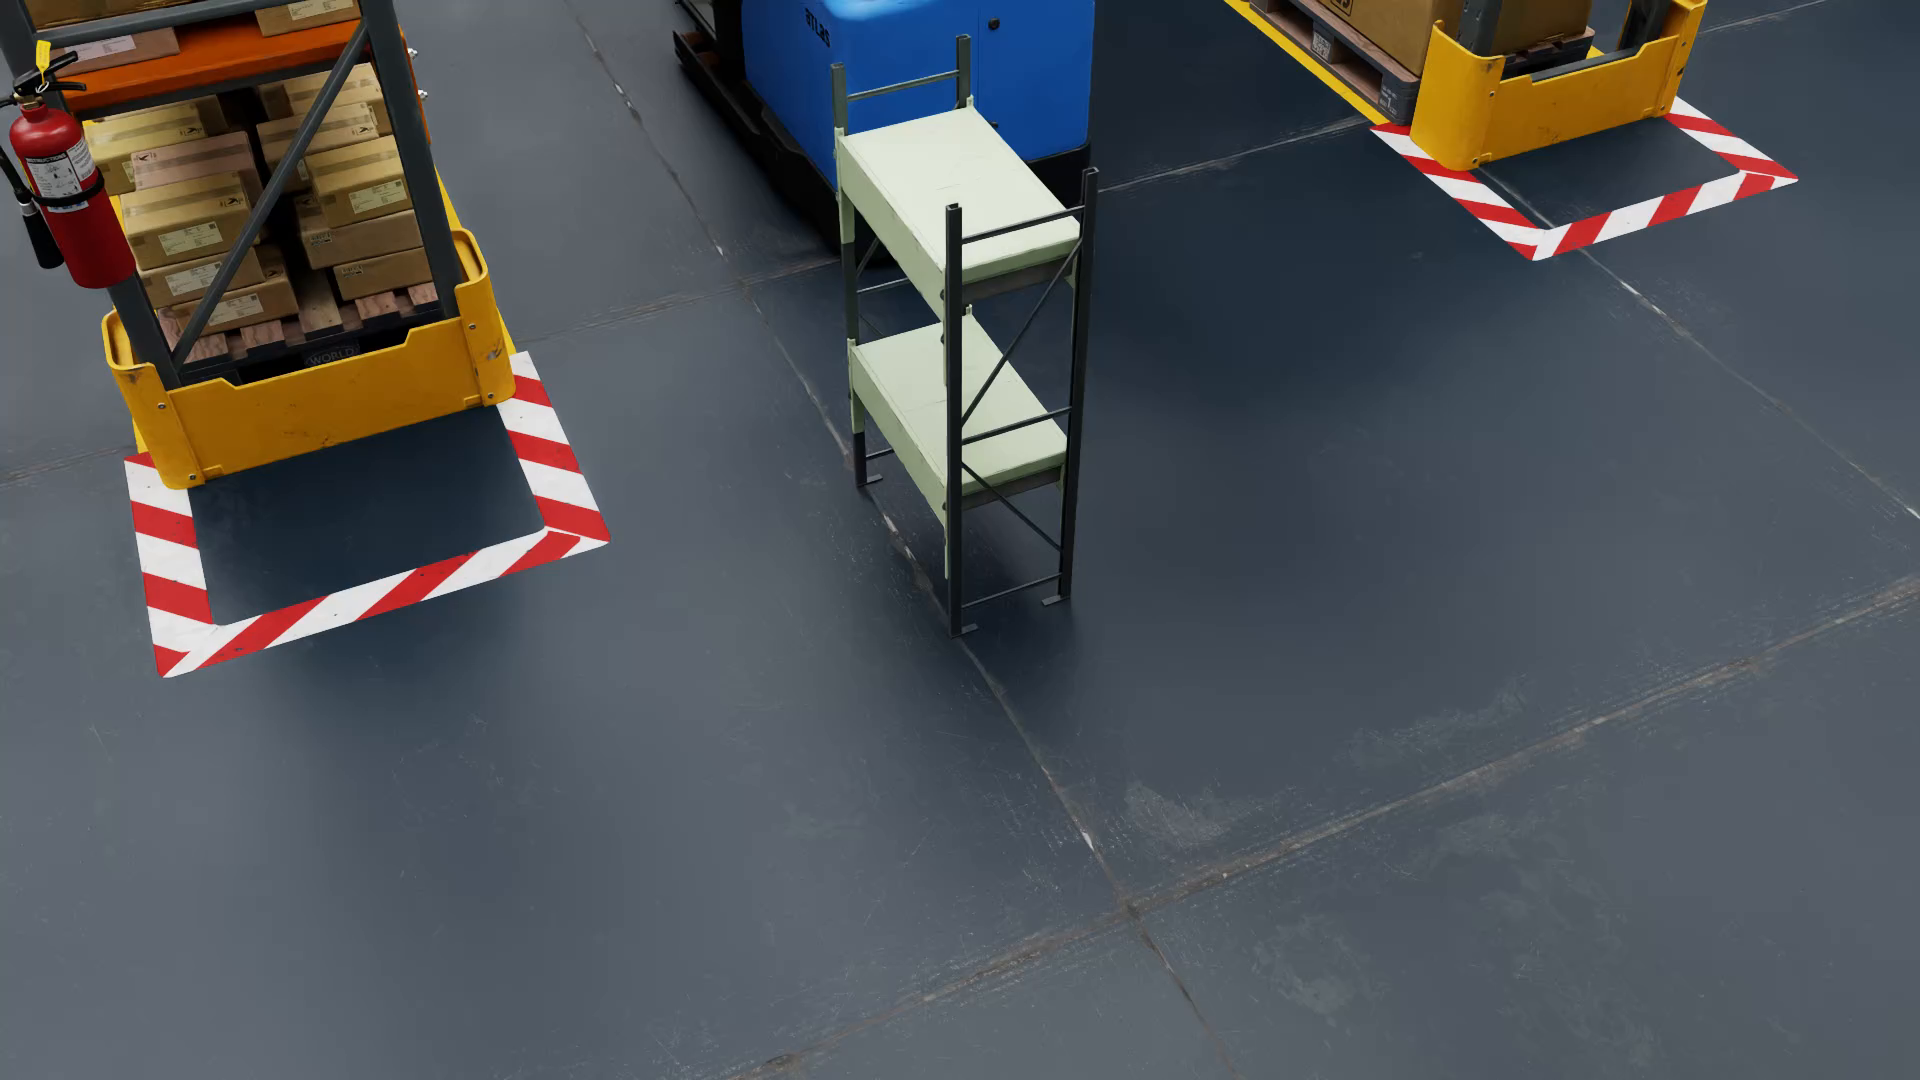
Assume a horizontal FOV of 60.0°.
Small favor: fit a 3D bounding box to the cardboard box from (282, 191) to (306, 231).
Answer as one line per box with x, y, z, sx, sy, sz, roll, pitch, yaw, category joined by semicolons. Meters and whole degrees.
-2.316;-1.311;6.174;0.380;0.149;0.250;-18;47;-17;cardboard box

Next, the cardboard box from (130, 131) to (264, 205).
-2.597;-1.236;5.674;0.380;0.149;0.250;-17;47;-17;cardboard box

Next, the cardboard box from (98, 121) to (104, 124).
-3.022;-1.599;6.254;0.380;0.149;0.250;-17;47;-17;cardboard box

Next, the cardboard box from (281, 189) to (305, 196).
-2.326;-1.421;6.073;0.380;0.149;0.250;-17;47;-17;cardboard box

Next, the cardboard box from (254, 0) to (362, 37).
-1.930;-1.663;4.979;0.380;0.149;0.250;-18;48;-18;cardboard box

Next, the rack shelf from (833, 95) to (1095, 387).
-0.003;-0.816;4.453;0.431;0.370;0.720;-18;47;-17;rack shelf

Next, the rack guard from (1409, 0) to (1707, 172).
2.462;-1.945;6.865;1.175;0.500;0.348;-18;47;-17;rack guard

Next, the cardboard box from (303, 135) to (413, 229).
-2.003;-1.230;5.668;0.380;0.149;0.250;-20;48;-19;cardboard box

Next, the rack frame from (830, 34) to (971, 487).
-0.157;-0.771;4.964;0.400;1.500;0.023;-18;47;-17;rack frame

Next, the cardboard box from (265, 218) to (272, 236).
-2.735;-1.186;6.047;0.380;0.149;0.250;-18;47;-18;cardboard box

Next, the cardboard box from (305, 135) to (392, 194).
-2.142;-1.291;5.942;0.380;0.149;0.250;-18;47;-18;cardboard box

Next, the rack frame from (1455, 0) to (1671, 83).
2.452;-2.850;6.003;1.000;3.000;0.127;-18;47;-17;rack frame

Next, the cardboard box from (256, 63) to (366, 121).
-2.397;-1.702;6.147;0.380;0.149;0.250;-20;48;-19;cardboard box

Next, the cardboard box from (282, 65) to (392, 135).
-2.218;-1.569;6.011;0.380;0.149;0.250;-18;47;-18;cardboard box

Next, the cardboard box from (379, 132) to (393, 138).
-2.335;-1.616;6.271;0.380;0.149;0.250;-17;47;-16;cardboard box

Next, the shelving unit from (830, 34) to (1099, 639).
-0.003;-0.538;4.728;0.431;1.500;0.755;-18;47;-17;shelving unit

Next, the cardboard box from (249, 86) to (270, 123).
-2.533;-1.757;6.414;0.380;0.149;0.250;-20;48;-19;cardboard box

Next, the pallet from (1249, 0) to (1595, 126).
2.044;-2.344;7.475;1.003;0.211;1.213;-18;47;-17;pallet

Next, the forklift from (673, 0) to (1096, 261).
-0.603;-3.122;6.328;1.130;2.935;3.031;-19;48;-18;forklift

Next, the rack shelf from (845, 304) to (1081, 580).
-0.003;-0.306;4.957;0.431;0.370;0.720;-18;47;-17;rack shelf

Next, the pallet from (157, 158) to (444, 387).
-2.433;-1.034;6.147;1.003;0.211;1.213;-18;47;-17;pallet

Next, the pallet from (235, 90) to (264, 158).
-2.942;-1.810;6.934;1.003;0.211;1.213;-18;47;-17;pallet

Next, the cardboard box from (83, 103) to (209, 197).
-2.821;-1.363;5.803;0.380;0.149;0.250;-19;48;-18;cardboard box

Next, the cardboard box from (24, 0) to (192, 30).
-2.514;-1.801;4.657;0.500;0.500;0.500;-17;47;-17;cardboard box

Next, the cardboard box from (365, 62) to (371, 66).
-2.544;-1.826;6.695;0.380;0.149;0.250;-20;48;-19;cardboard box

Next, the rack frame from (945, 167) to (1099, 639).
0.151;-0.305;4.491;0.400;1.500;0.023;-18;47;-17;rack frame

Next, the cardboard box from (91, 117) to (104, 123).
-3.036;-1.702;6.146;0.380;0.149;0.250;-16;47;-16;cardboard box

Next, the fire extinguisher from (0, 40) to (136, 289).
-2.404;-0.992;4.441;0.296;0.674;0.183;-18;47;-17;fire extinguisher

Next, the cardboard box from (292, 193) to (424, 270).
-2.079;-1.100;5.748;0.380;0.149;0.250;-16;47;-16;cardboard box

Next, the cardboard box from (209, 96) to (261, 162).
-2.812;-1.474;6.128;0.380;0.149;0.250;-19;48;-18;cardboard box

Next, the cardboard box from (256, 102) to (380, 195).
-2.228;-1.370;5.810;0.380;0.149;0.250;-17;47;-17;cardboard box

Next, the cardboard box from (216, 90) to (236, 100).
-3.149;-1.847;6.717;0.380;0.149;0.250;-17;47;-16;cardboard box

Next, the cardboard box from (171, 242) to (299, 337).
-2.502;-0.858;5.715;0.380;0.149;0.250;-17;47;-17;cardboard box

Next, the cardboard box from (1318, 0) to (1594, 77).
2.110;-2.627;6.991;0.875;0.875;0.875;-18;47;-17;cardboard box

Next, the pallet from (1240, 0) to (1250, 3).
1.535;-3.120;8.262;1.003;0.211;1.213;-18;47;-17;pallet

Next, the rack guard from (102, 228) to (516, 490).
-2.123;-0.608;5.510;1.175;0.500;0.348;-18;47;-17;rack guard

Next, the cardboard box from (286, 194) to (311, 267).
-2.205;-1.155;6.016;0.380;0.149;0.250;-18;47;-18;cardboard box

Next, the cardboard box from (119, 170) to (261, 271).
-2.544;-1.059;5.494;0.380;0.149;0.250;-18;47;-17;cardboard box

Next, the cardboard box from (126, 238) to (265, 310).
-2.572;-0.942;5.588;0.380;0.149;0.250;-19;48;-18;cardboard box

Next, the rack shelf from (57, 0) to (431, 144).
-2.932;-2.468;6.128;1.077;0.370;4.000;-18;47;-17;rack shelf

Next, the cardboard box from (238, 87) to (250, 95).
-2.684;-1.918;6.577;0.380;0.149;0.250;-16;47;-15;cardboard box

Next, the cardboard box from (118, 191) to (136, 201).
-2.792;-1.273;5.923;0.380;0.149;0.250;-20;48;-19;cardboard box

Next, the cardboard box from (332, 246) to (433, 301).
-2.021;-1.013;5.871;0.380;0.149;0.250;-17;47;-17;cardboard box

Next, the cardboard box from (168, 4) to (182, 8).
-2.555;-1.654;4.969;0.380;0.149;0.250;-18;47;-17;cardboard box

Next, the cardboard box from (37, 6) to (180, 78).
-2.485;-1.484;4.798;0.380;0.149;0.250;-18;47;-17;cardboard box

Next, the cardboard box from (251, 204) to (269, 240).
-2.633;-1.125;5.773;0.380;0.149;0.250;-19;48;-18;cardboard box

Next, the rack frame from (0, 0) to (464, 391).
-2.091;-1.450;4.583;1.000;3.000;0.127;-18;47;-17;rack frame

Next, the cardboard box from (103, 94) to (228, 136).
-2.873;-1.547;5.989;0.380;0.149;0.250;-20;48;-19;cardboard box
